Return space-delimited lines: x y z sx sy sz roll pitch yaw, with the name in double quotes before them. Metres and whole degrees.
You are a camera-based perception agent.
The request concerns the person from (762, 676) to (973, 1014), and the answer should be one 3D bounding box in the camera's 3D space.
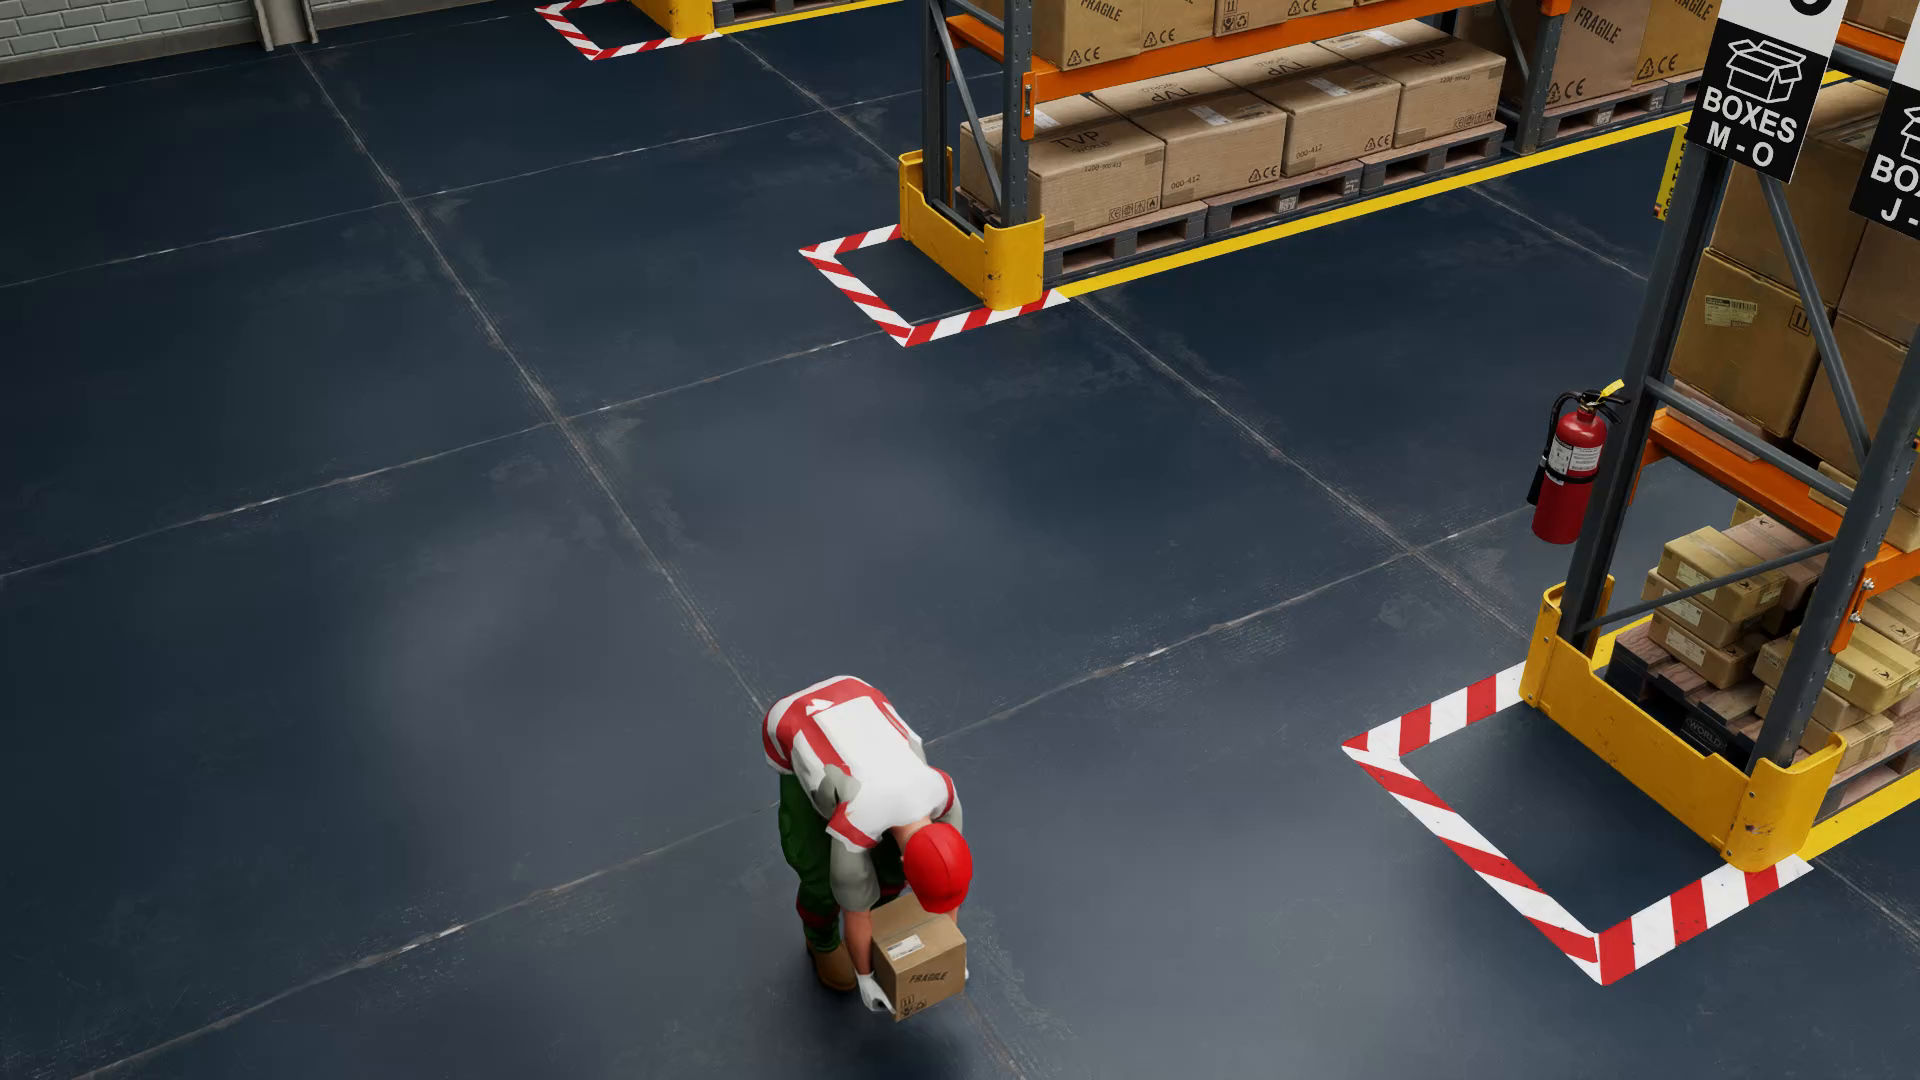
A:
"person" -0.255 1.051 5.287 0.492 1.094 0.965 -21 41 -25
